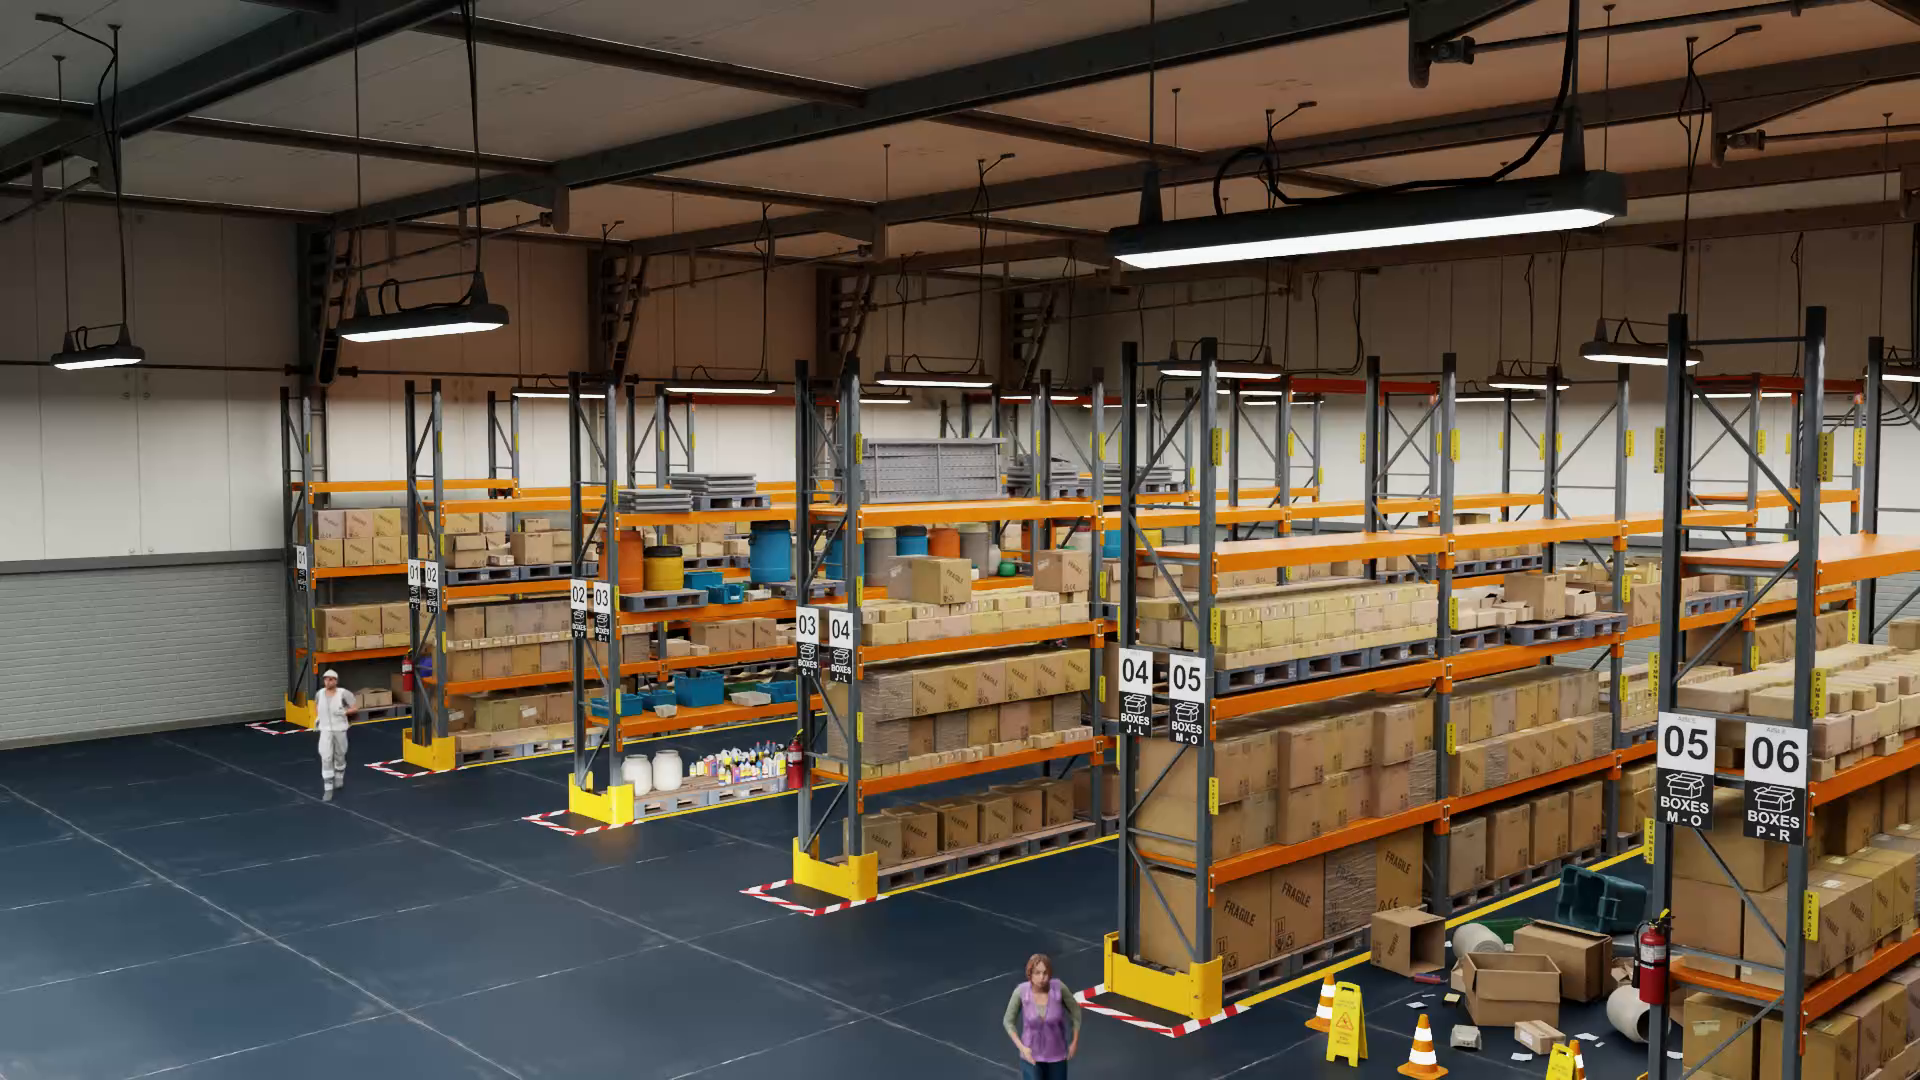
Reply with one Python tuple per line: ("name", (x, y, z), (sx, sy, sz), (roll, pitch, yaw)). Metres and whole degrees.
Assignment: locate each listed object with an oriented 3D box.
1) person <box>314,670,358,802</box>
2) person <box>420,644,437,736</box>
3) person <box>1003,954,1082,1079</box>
("person", (-8.910, 2.748, 23.732), (0.628, 1.818, 0.908), (-1, 4, -11))
("person", (-8.923, 2.555, 27.667), (0.584, 1.665, 0.936), (1, 4, 19))
("person", (0.579, 3.655, 11.812), (0.565, 1.566, 0.670), (0, 4, -4))
